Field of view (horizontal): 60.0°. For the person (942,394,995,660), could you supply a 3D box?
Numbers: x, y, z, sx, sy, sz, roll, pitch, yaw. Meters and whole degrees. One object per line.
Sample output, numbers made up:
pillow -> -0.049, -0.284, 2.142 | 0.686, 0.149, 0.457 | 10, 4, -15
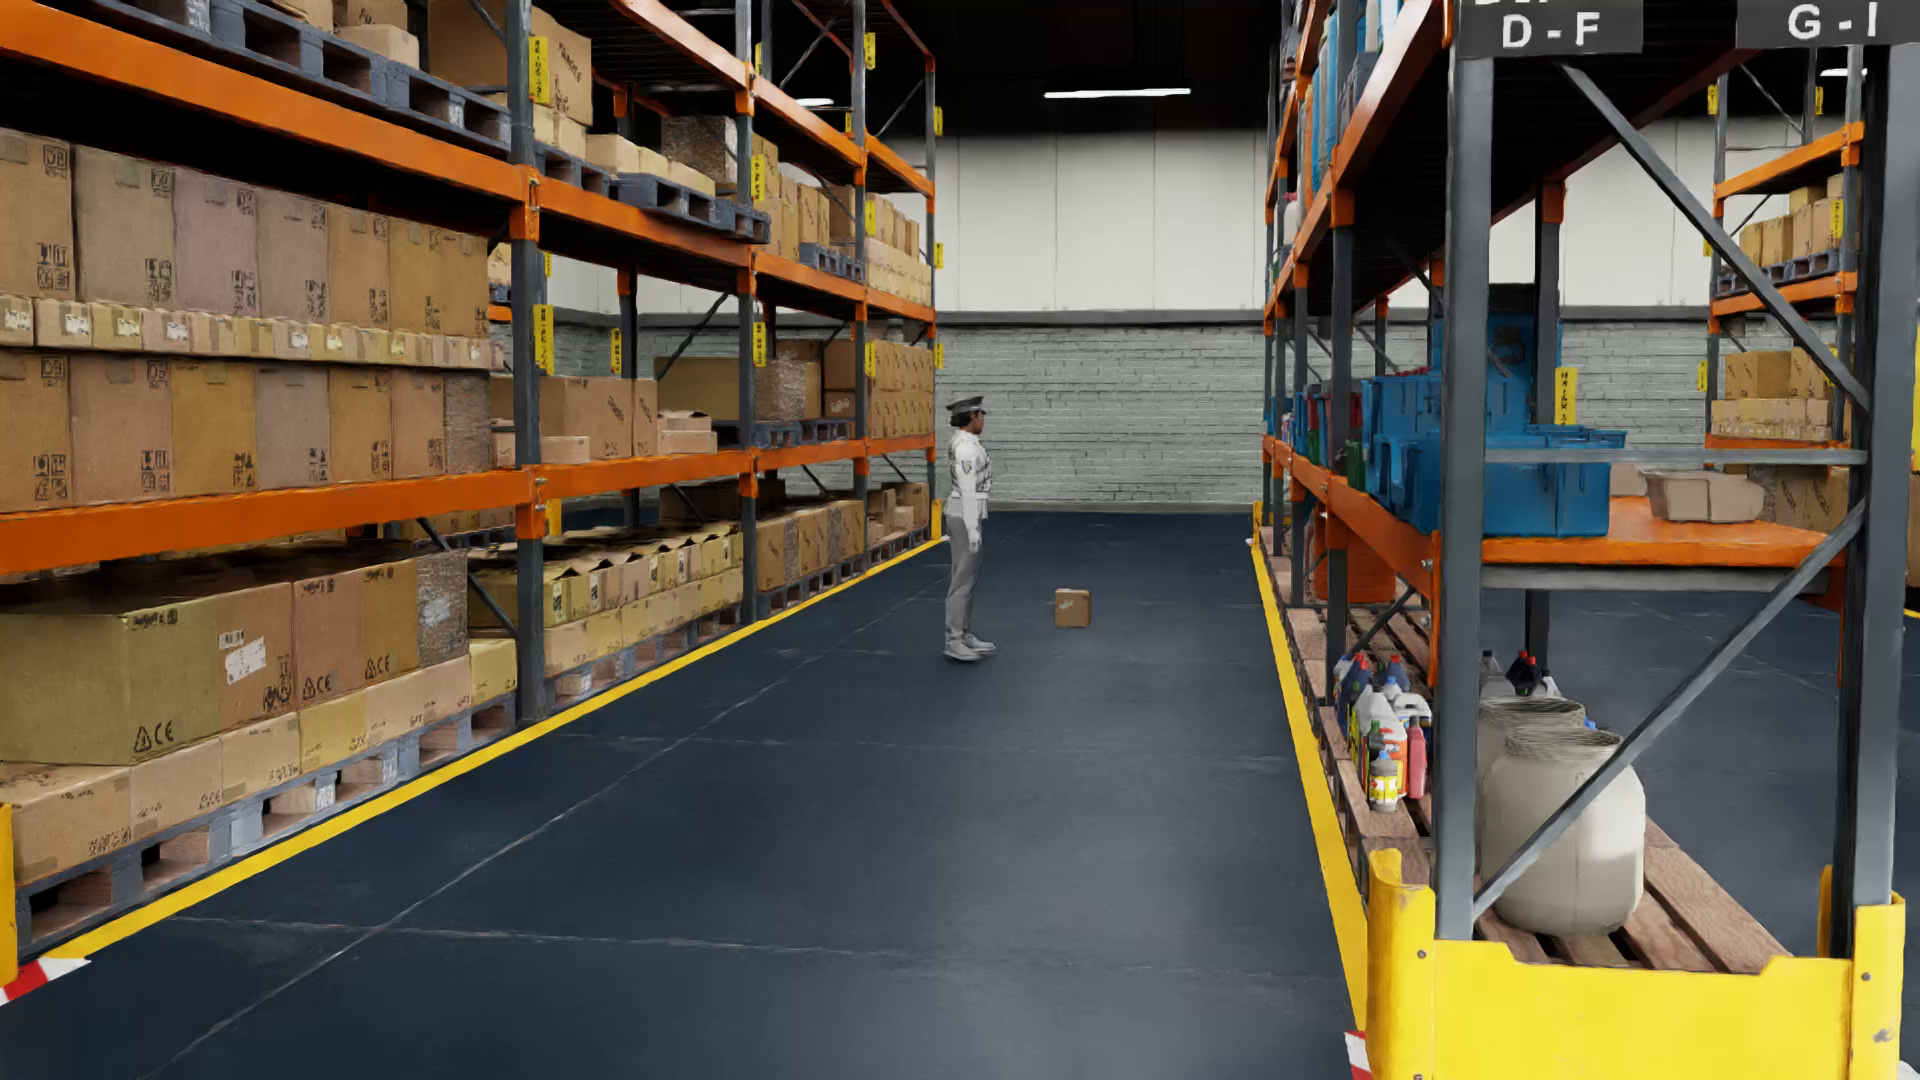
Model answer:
person -> 0.059, -0.096, 10.712 | 0.344, 1.687, 0.545 | 0, 5, -1
